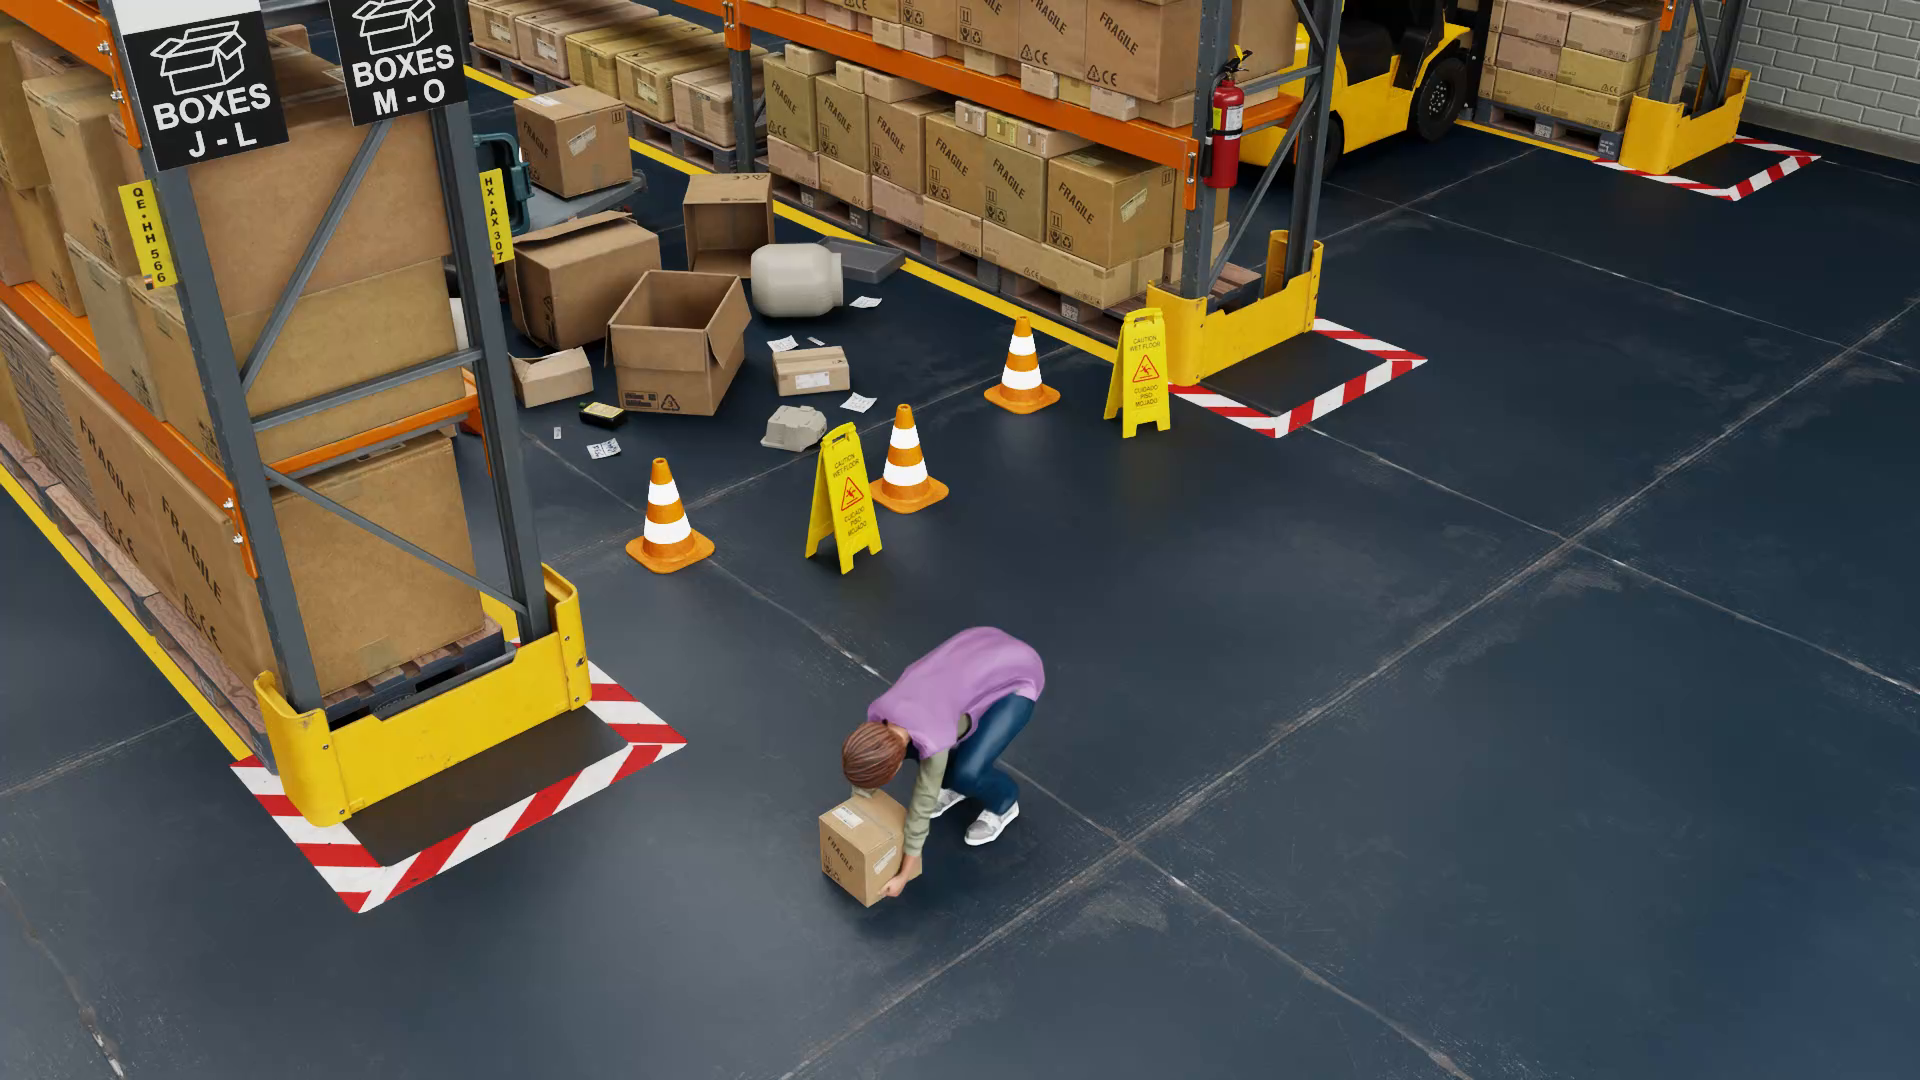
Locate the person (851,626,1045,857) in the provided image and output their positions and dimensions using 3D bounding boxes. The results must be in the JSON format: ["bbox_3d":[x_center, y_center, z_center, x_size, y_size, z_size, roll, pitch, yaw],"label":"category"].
[{"bbox_3d":[-0.012,0.677,5.800,0.732,0.674,0.424,-28,41,-36],"label":"person"}]
